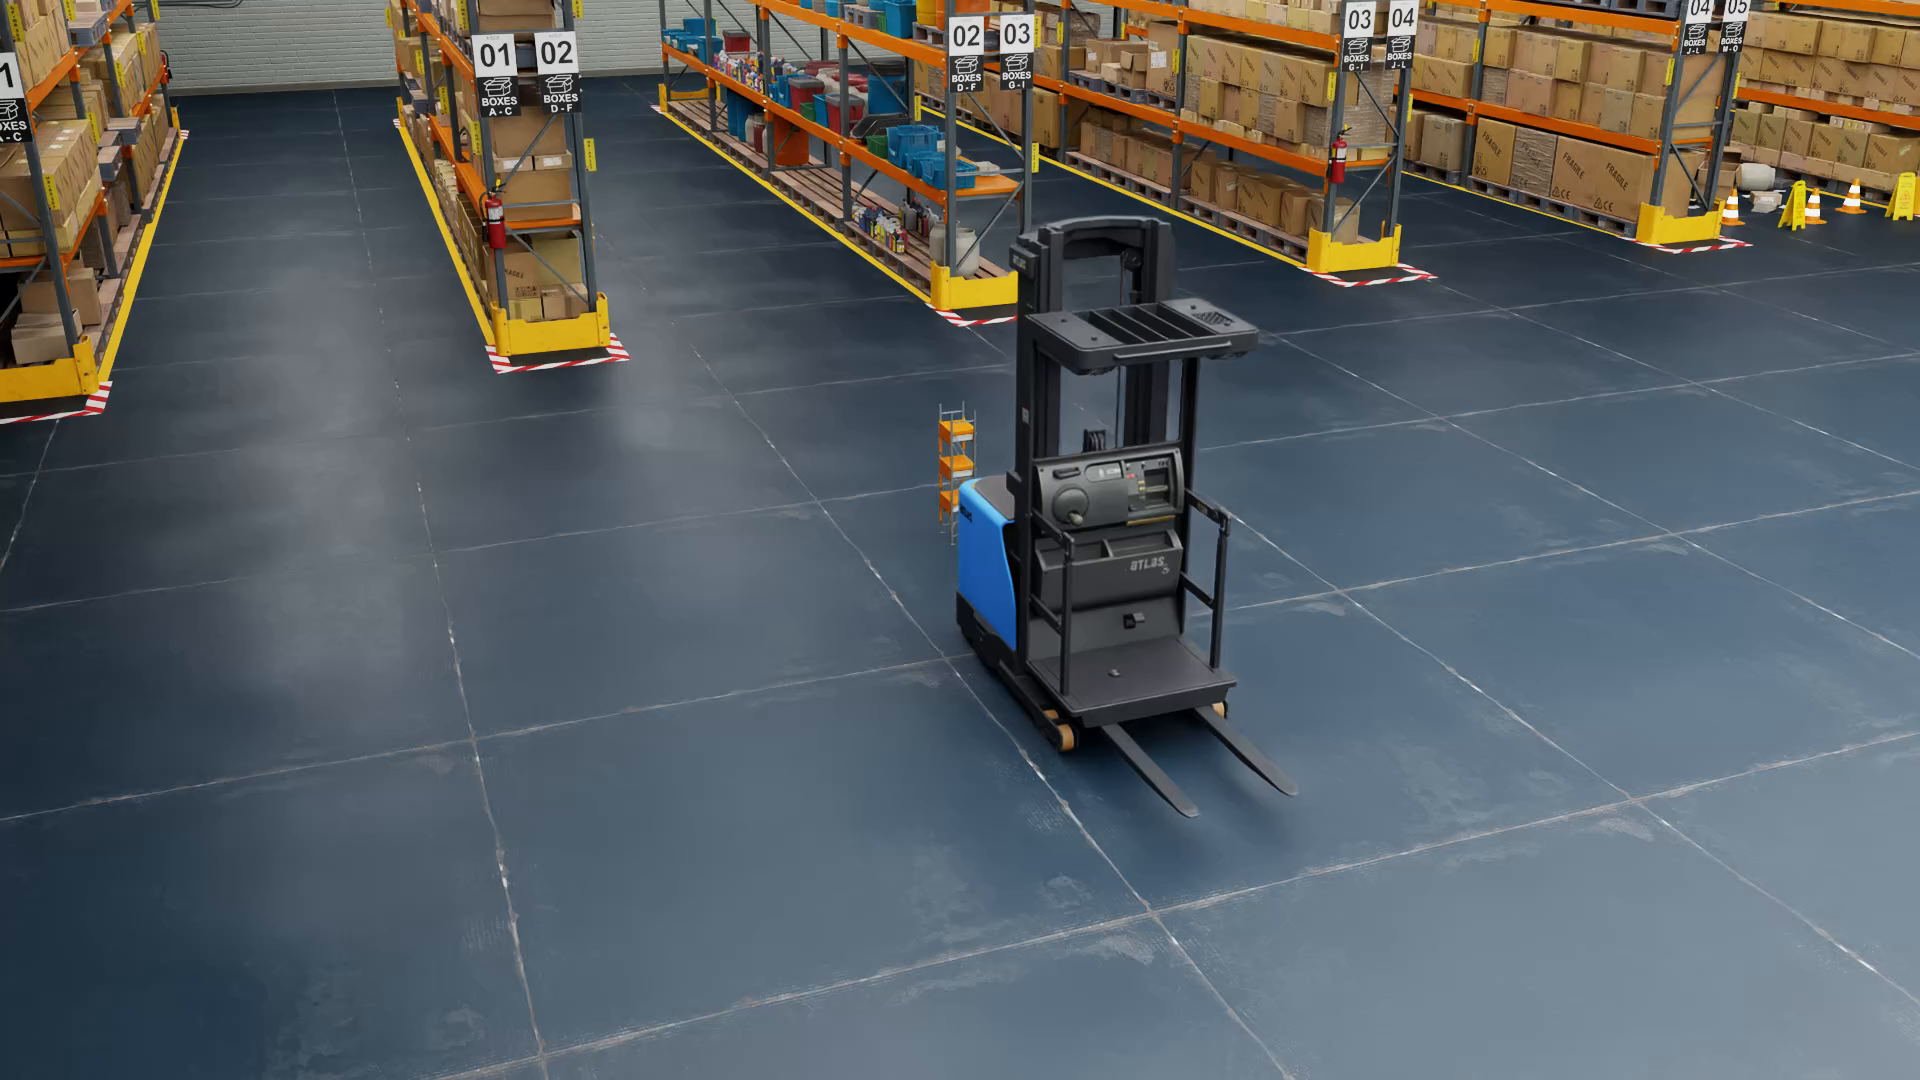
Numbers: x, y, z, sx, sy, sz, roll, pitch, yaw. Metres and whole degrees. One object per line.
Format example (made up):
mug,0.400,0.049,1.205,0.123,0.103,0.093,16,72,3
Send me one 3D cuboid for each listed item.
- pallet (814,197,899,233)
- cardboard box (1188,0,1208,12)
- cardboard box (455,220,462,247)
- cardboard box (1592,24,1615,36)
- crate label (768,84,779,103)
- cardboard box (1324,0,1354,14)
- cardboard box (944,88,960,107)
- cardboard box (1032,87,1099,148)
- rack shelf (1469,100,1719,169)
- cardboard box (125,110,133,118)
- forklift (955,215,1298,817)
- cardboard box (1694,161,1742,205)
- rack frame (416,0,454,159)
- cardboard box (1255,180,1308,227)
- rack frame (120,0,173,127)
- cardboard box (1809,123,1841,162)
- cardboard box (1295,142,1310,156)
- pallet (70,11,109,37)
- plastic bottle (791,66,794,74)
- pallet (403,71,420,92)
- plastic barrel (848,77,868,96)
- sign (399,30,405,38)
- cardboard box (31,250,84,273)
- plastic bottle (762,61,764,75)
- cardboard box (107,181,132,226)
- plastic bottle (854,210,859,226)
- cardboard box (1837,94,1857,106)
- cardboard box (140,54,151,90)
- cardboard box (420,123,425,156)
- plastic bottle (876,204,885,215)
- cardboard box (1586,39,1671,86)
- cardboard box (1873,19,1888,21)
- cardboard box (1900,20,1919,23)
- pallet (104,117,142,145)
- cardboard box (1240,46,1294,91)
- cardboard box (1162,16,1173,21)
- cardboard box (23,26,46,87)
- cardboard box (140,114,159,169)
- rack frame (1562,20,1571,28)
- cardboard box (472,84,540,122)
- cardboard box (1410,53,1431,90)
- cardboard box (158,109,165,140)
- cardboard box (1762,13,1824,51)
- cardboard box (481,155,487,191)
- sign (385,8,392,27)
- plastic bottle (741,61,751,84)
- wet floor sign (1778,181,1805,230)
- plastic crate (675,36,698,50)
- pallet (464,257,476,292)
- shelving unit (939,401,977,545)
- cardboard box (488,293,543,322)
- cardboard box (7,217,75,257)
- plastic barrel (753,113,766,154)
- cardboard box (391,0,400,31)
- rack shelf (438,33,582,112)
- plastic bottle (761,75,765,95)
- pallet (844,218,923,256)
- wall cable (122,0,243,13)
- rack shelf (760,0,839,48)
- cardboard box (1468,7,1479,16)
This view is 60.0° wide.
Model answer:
pallet,-1.404,-4.564,23.306,1.003,0.211,1.213,-8,24,-19
cardboard box,3.463,-7.363,22.687,0.500,0.250,0.500,-9,25,-21
cardboard box,-6.143,-3.928,21.206,0.500,0.250,0.500,-9,24,-20
cardboard box,11.535,-9.054,29.318,0.500,0.500,0.500,-7,24,-16
crate label,-2.705,-6.740,25.095,0.303,0.233,0.416,-8,24,-19
cardboard box,4.566,-6.350,19.771,0.380,0.149,0.250,-8,24,-19
cardboard box,0.241,-8.947,32.311,0.875,0.875,0.875,-8,24,-19
cardboard box,1.906,-7.170,28.093,1.225,0.875,0.875,-10,25,-21
rack shelf,8.926,-5.834,23.655,1.077,0.370,4.000,-8,24,-19
cardboard box,-11.767,-5.908,23.204,0.380,0.149,0.250,-8,24,-17
forklift,0.968,-0.290,9.664,1.130,2.935,3.031,-8,24,-19
cardboard box,11.239,-5.295,24.665,0.637,0.503,0.797,12,26,27
rack frame,-7.139,-6.344,23.939,1.000,3.000,0.127,-8,24,-19
cardboard box,4.305,-4.508,22.262,0.500,0.500,0.500,-6,24,-14
rack frame,-14.598,-8.569,29.220,1.000,3.000,0.127,-8,24,-19
cardboard box,13.341,-6.055,25.289,0.500,0.500,0.500,-9,24,-20
cardboard box,4.438,-4.929,20.906,0.380,0.149,0.250,-8,24,-19
pallet,-10.846,-6.120,19.789,1.213,0.211,1.003,-8,24,-19
plastic bottle,-2.696,-7.546,26.957,0.097,0.271,0.097,0,23,0
pallet,-8.371,-7.403,26.700,1.003,0.211,1.213,-8,24,-19
plastic barrel,-1.482,-6.275,23.602,0.433,0.535,0.433,0,23,0
sign,-9.057,-8.119,27.036,0.100,0.325,0.005,-8,24,-19
cardboard box,-9.954,-2.889,18.393,0.500,0.500,0.500,-10,25,-23
plastic bottle,-3.278,-7.977,27.981,0.097,0.271,0.097,0,23,0
cardboard box,-11.468,-4.459,22.119,0.700,0.500,0.500,-8,24,-18
plastic bottle,-1.352,-4.269,22.053,0.097,0.201,0.097,0,23,0
cardboard box,13.378,-6.600,24.871,0.380,0.149,0.250,-9,24,-20
cardboard box,-13.361,-7.454,26.186,0.980,0.700,0.700,-8,24,-18
cardboard box,-8.410,-6.446,26.835,0.500,0.500,0.500,-8,24,-18
plastic bottle,-1.058,-4.220,21.745,0.144,0.351,0.185,-8,24,-19
cardboard box,9.186,-6.555,22.856,0.875,0.550,0.550,-8,24,-19
cardboard box,16.483,-9.275,29.929,0.380,0.149,0.250,-9,24,-20
cardboard box,17.132,-9.263,29.901,0.380,0.149,0.250,-9,24,-19
pallet,-11.420,-5.330,21.781,1.213,0.211,1.003,-8,24,-19
cardboard box,4.006,-6.150,21.681,0.500,0.500,0.500,-8,24,-19
cardboard box,4.440,-10.679,33.714,0.500,0.500,0.500,-9,24,-20
cardboard box,-8.986,-4.549,15.665,0.500,0.500,0.500,-7,24,-15
cardboard box,-12.833,-6.101,25.589,0.750,0.750,0.750,-8,24,-18
rack frame,11.401,-9.061,30.387,1.000,3.000,0.127,-8,24,-19
cardboard box,-5.031,-4.827,18.541,0.700,0.500,0.500,-8,24,-19
cardboard box,7.428,-7.458,26.454,0.500,0.500,0.500,-8,24,-18
cardboard box,-13.902,-7.006,28.188,0.700,0.500,0.500,-9,25,-21
cardboard box,12.927,-7.874,25.769,0.700,0.500,0.500,-8,24,-19
cardboard box,-5.015,-4.216,18.763,0.700,0.500,0.500,-8,24,-17
sign,-10.472,-9.575,30.491,0.100,0.325,0.005,-8,24,-19
plastic bottle,-3.466,-7.567,26.904,0.144,0.351,0.185,-8,24,-19
wet floor sign,11.495,-4.615,22.868,0.267,0.644,0.232,-13,26,-28
plastic crate,-5.085,-9.266,31.011,0.416,0.233,0.300,-8,24,-19
pallet,-5.484,-3.311,20.333,1.003,0.211,1.213,-8,24,-19
shelving unit,-0.019,-0.503,12.592,0.215,1.050,0.252,-8,24,-19
cardboard box,-4.778,-2.518,17.861,0.500,0.250,0.500,-8,24,-19
cardboard box,-8.821,-2.917,15.976,0.500,0.250,0.500,-9,25,-21
plastic barrel,-3.091,-6.690,27.325,0.600,0.588,0.708,-8,24,-19
cardboard box,-9.863,-9.371,29.705,0.500,0.500,0.500,-8,24,-18
rack shelf,-5.019,-5.214,18.324,1.077,0.370,4.000,-8,24,-19
plastic bottle,-3.045,-7.057,25.781,0.061,0.283,0.133,-8,24,-19
pallet,-0.892,-4.034,22.049,1.003,0.211,1.213,-8,24,-19
wall cable,-16.261,-12.007,33.650,3.097,2.526,0.112,-8,24,-19
rack shelf,-1.797,-7.346,23.381,1.077,0.370,4.000,-8,24,-19
cardboard box,10.255,-10.458,32.286,0.500,0.500,0.500,-9,24,-20
